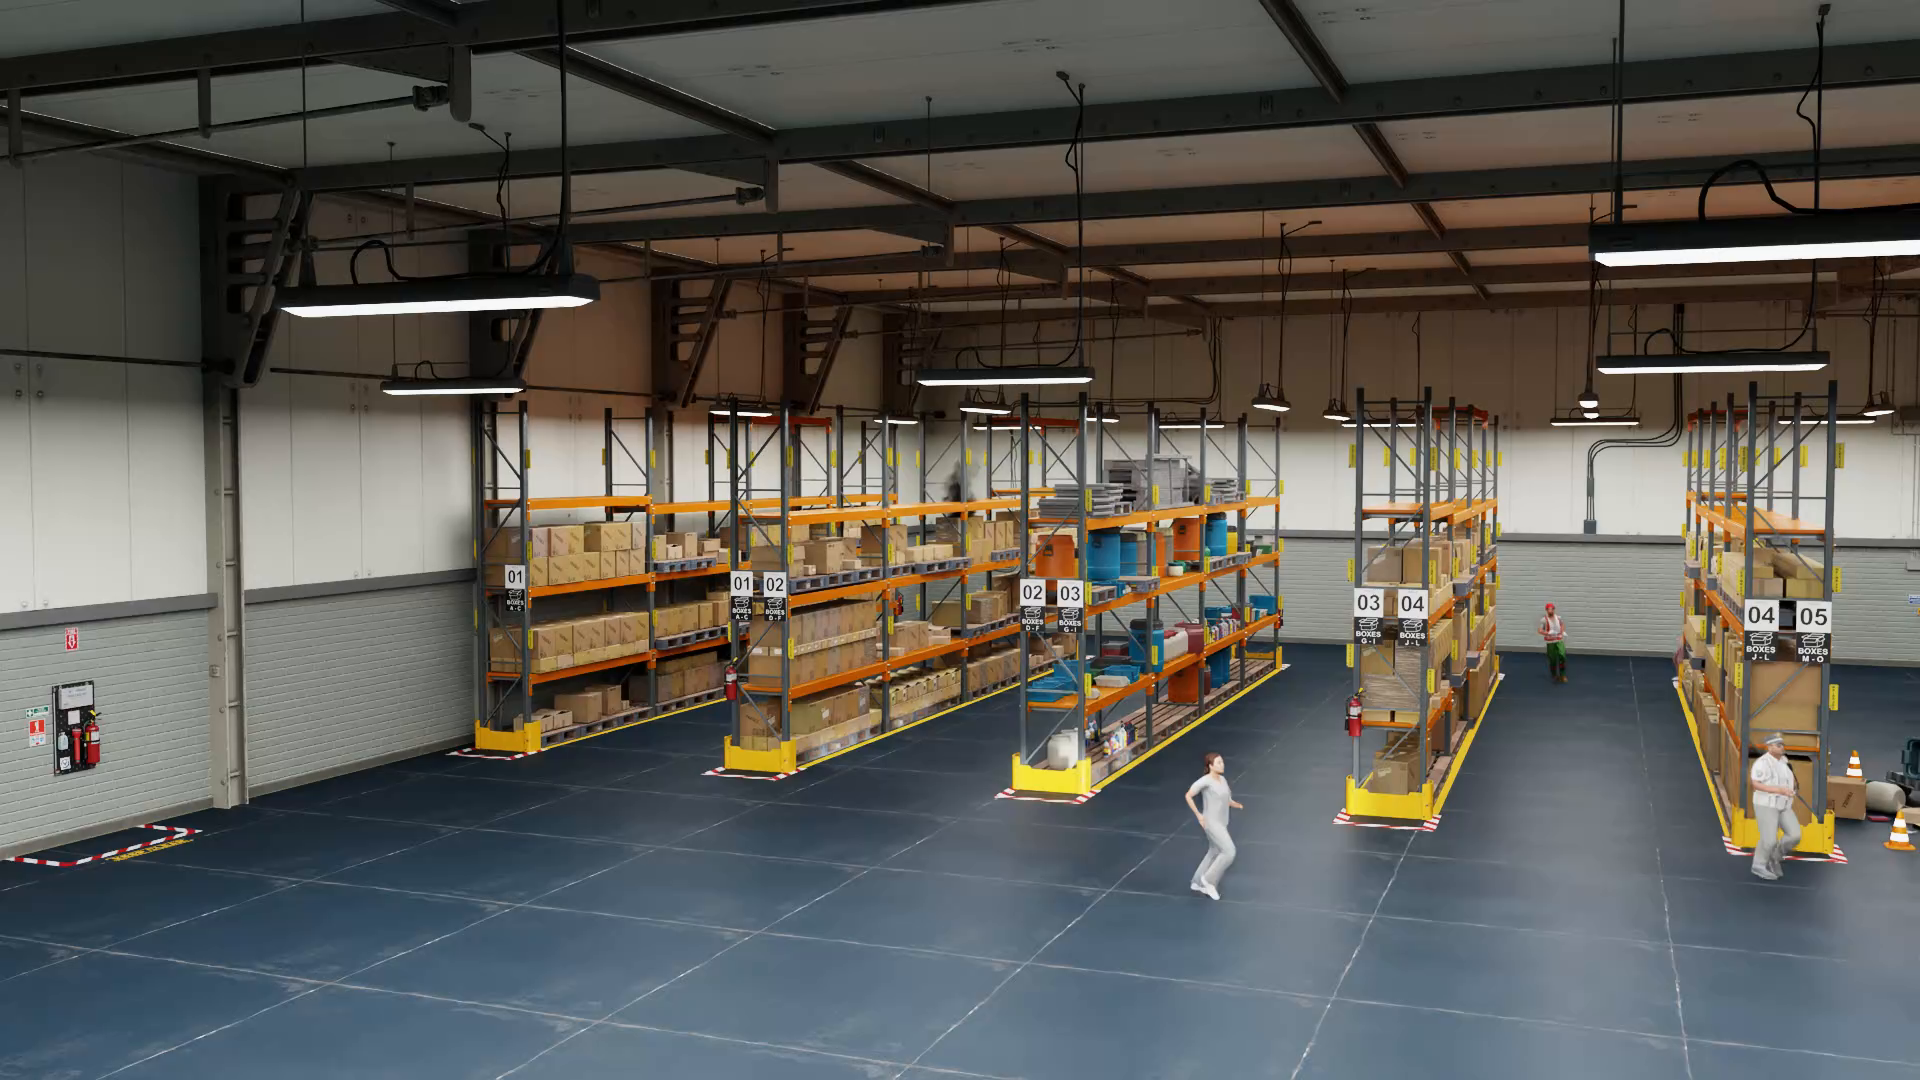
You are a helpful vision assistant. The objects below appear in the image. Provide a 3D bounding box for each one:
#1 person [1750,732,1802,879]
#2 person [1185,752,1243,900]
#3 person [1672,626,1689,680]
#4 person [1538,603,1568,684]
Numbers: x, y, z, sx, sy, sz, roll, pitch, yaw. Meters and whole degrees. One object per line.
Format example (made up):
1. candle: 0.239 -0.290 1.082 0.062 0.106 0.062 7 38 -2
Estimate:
1. person: 9.755 3.178 19.793 0.702 1.779 0.613 -1 3 -22
2. person: 2.909 3.243 18.892 0.670 1.659 0.537 2 4 38
3. person: 16.451 2.395 37.504 0.608 1.606 0.593 1 3 10
4. person: 13.287 2.290 37.261 0.687 1.760 0.730 0 3 5
